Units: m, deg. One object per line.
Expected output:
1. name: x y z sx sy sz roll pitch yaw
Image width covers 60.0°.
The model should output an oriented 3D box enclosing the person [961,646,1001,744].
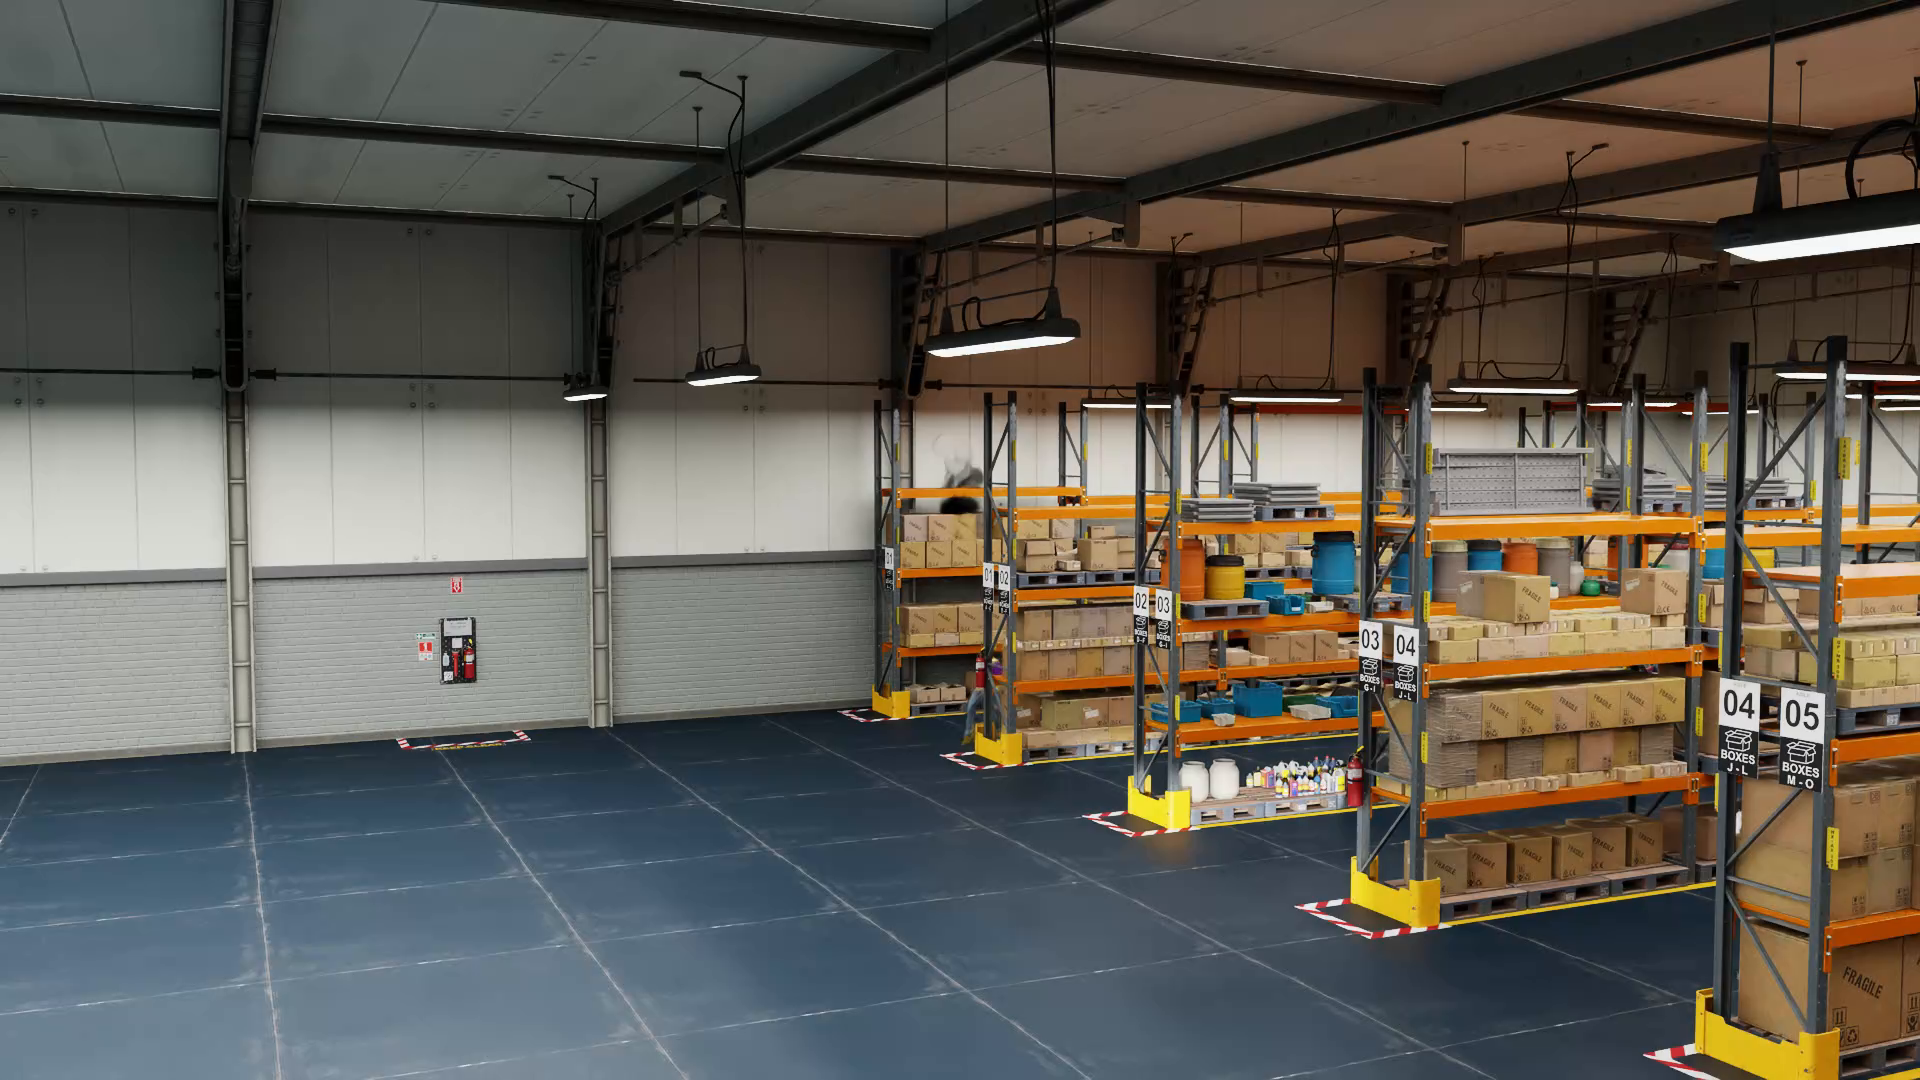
1. person: 0.471 2.640 28.669 0.846 1.812 0.720 -3 5 -43

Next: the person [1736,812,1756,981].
1. person: 7.778 3.331 16.232 0.936 1.835 0.643 -2 4 -27

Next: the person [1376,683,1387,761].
1. person: 6.518 2.801 26.453 0.798 1.612 0.532 -2 4 -29
